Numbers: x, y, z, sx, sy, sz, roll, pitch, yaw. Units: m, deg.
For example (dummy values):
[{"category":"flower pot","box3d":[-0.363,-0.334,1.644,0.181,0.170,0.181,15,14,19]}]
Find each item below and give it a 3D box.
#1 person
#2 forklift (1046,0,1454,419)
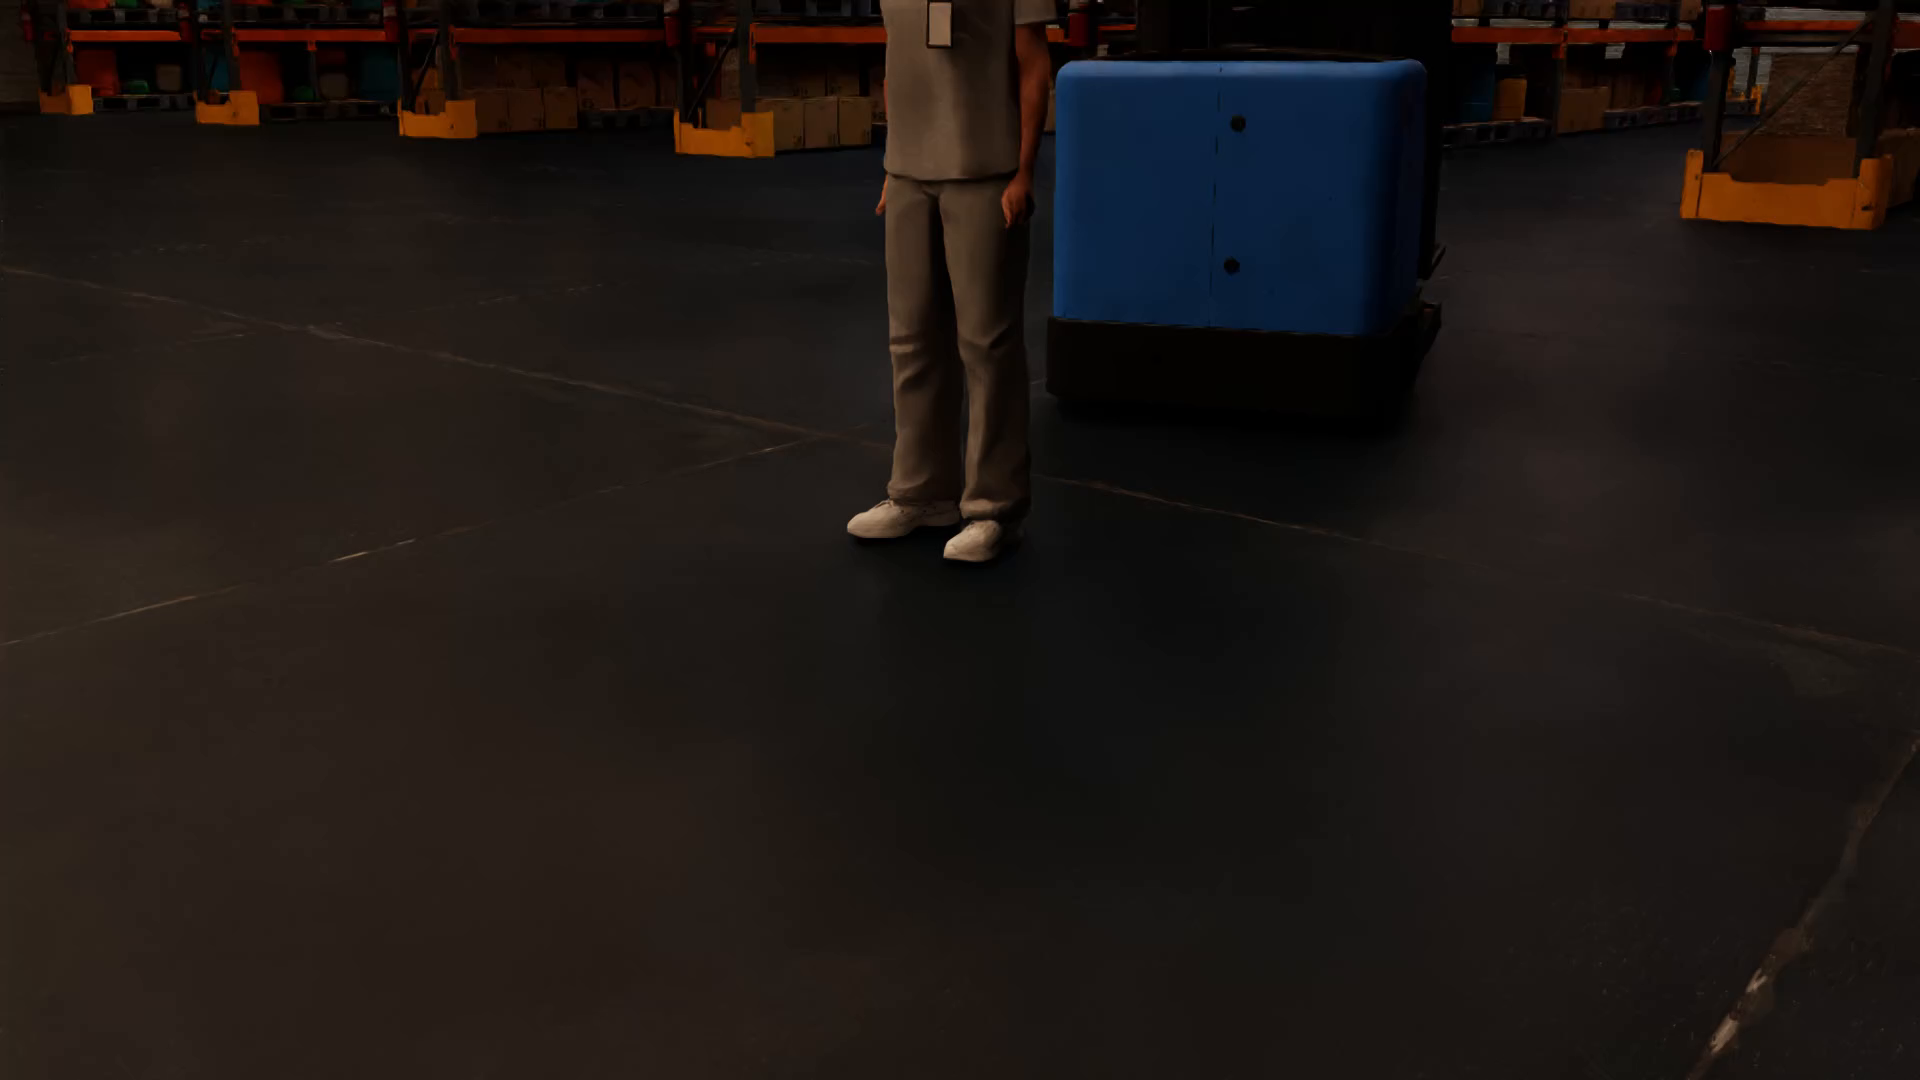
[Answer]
[{"category":"person","box3d":[-0.005,-0.798,3.692,0.432,1.673,0.365,13,21,37]},{"category":"forklift","box3d":[1.244,-2.150,5.977,1.130,2.935,3.031,6,18,19]}]
